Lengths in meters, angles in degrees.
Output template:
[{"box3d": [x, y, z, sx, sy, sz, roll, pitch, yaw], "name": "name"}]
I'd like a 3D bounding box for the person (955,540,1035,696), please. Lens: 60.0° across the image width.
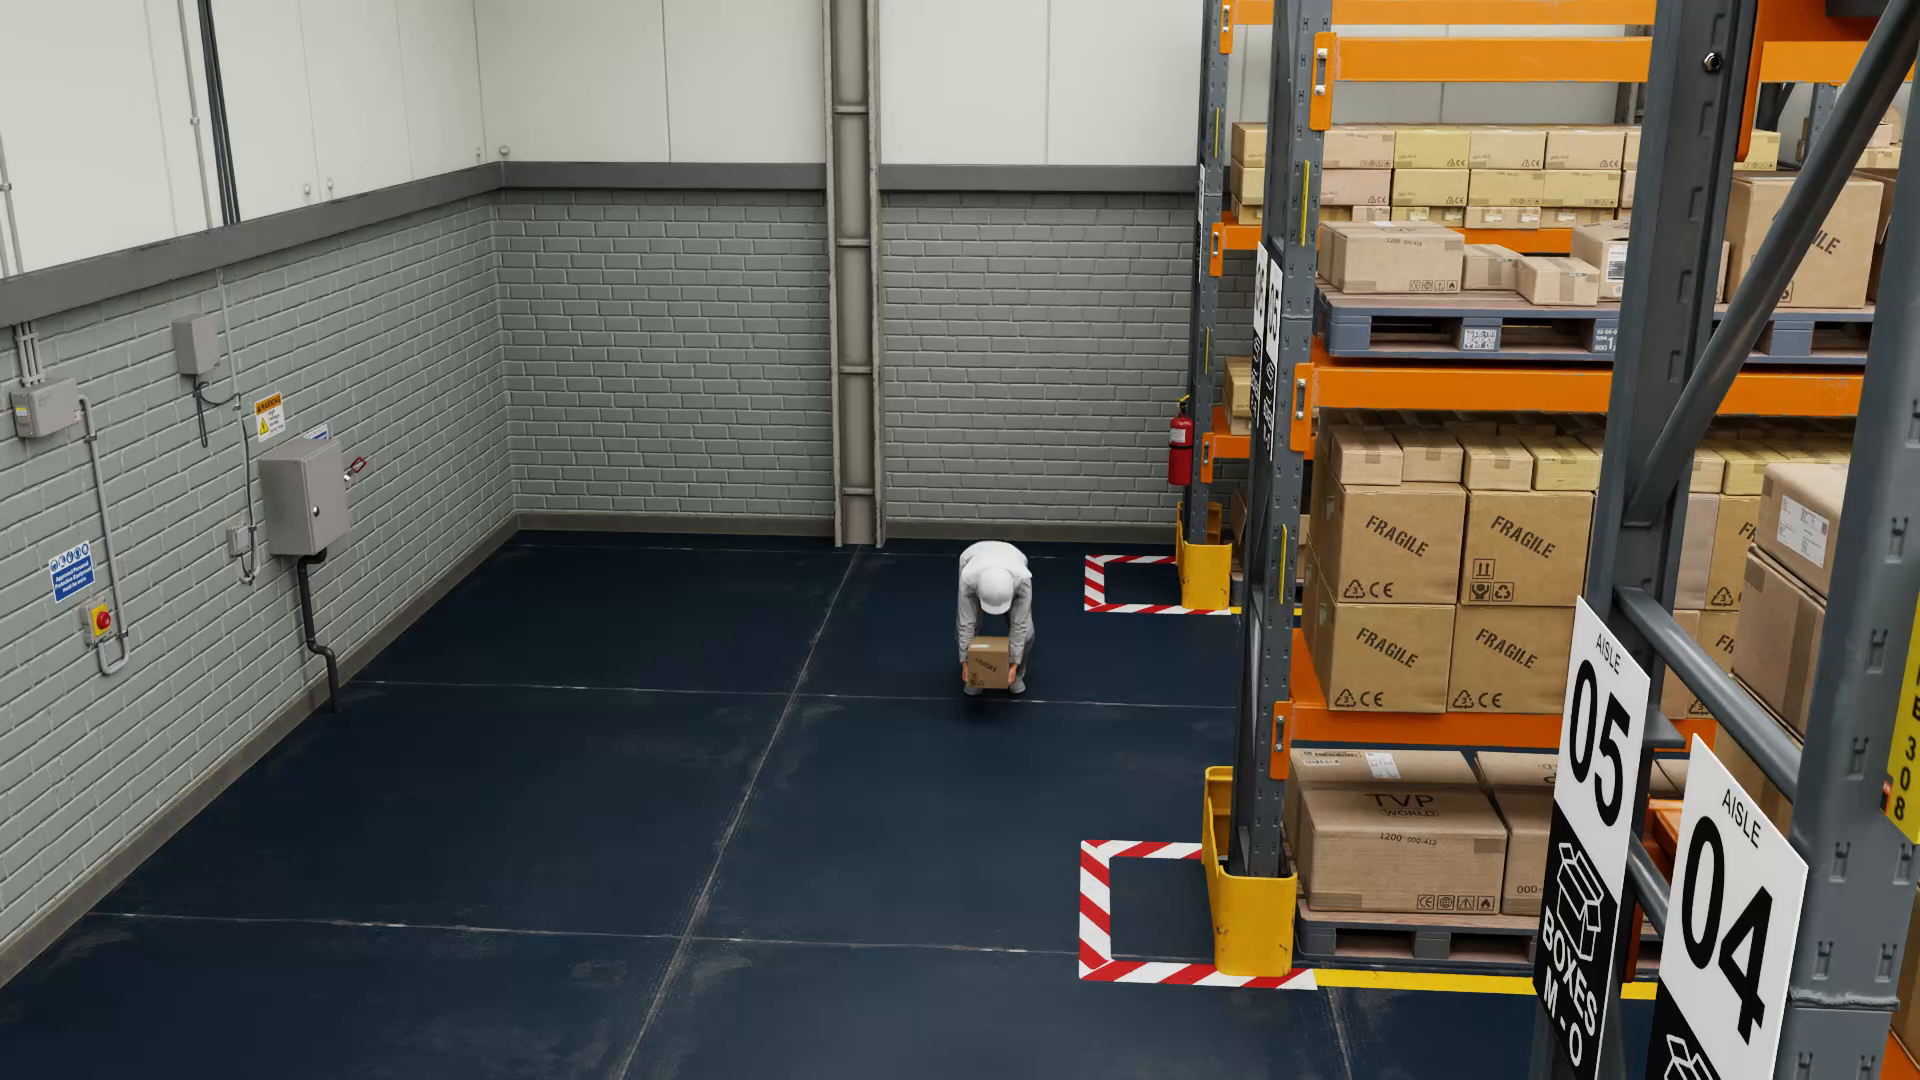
[{"box3d": [0.222, 0.535, 10.568, 0.508, 1.012, 0.997, 0, 17, 1], "name": "person"}]
